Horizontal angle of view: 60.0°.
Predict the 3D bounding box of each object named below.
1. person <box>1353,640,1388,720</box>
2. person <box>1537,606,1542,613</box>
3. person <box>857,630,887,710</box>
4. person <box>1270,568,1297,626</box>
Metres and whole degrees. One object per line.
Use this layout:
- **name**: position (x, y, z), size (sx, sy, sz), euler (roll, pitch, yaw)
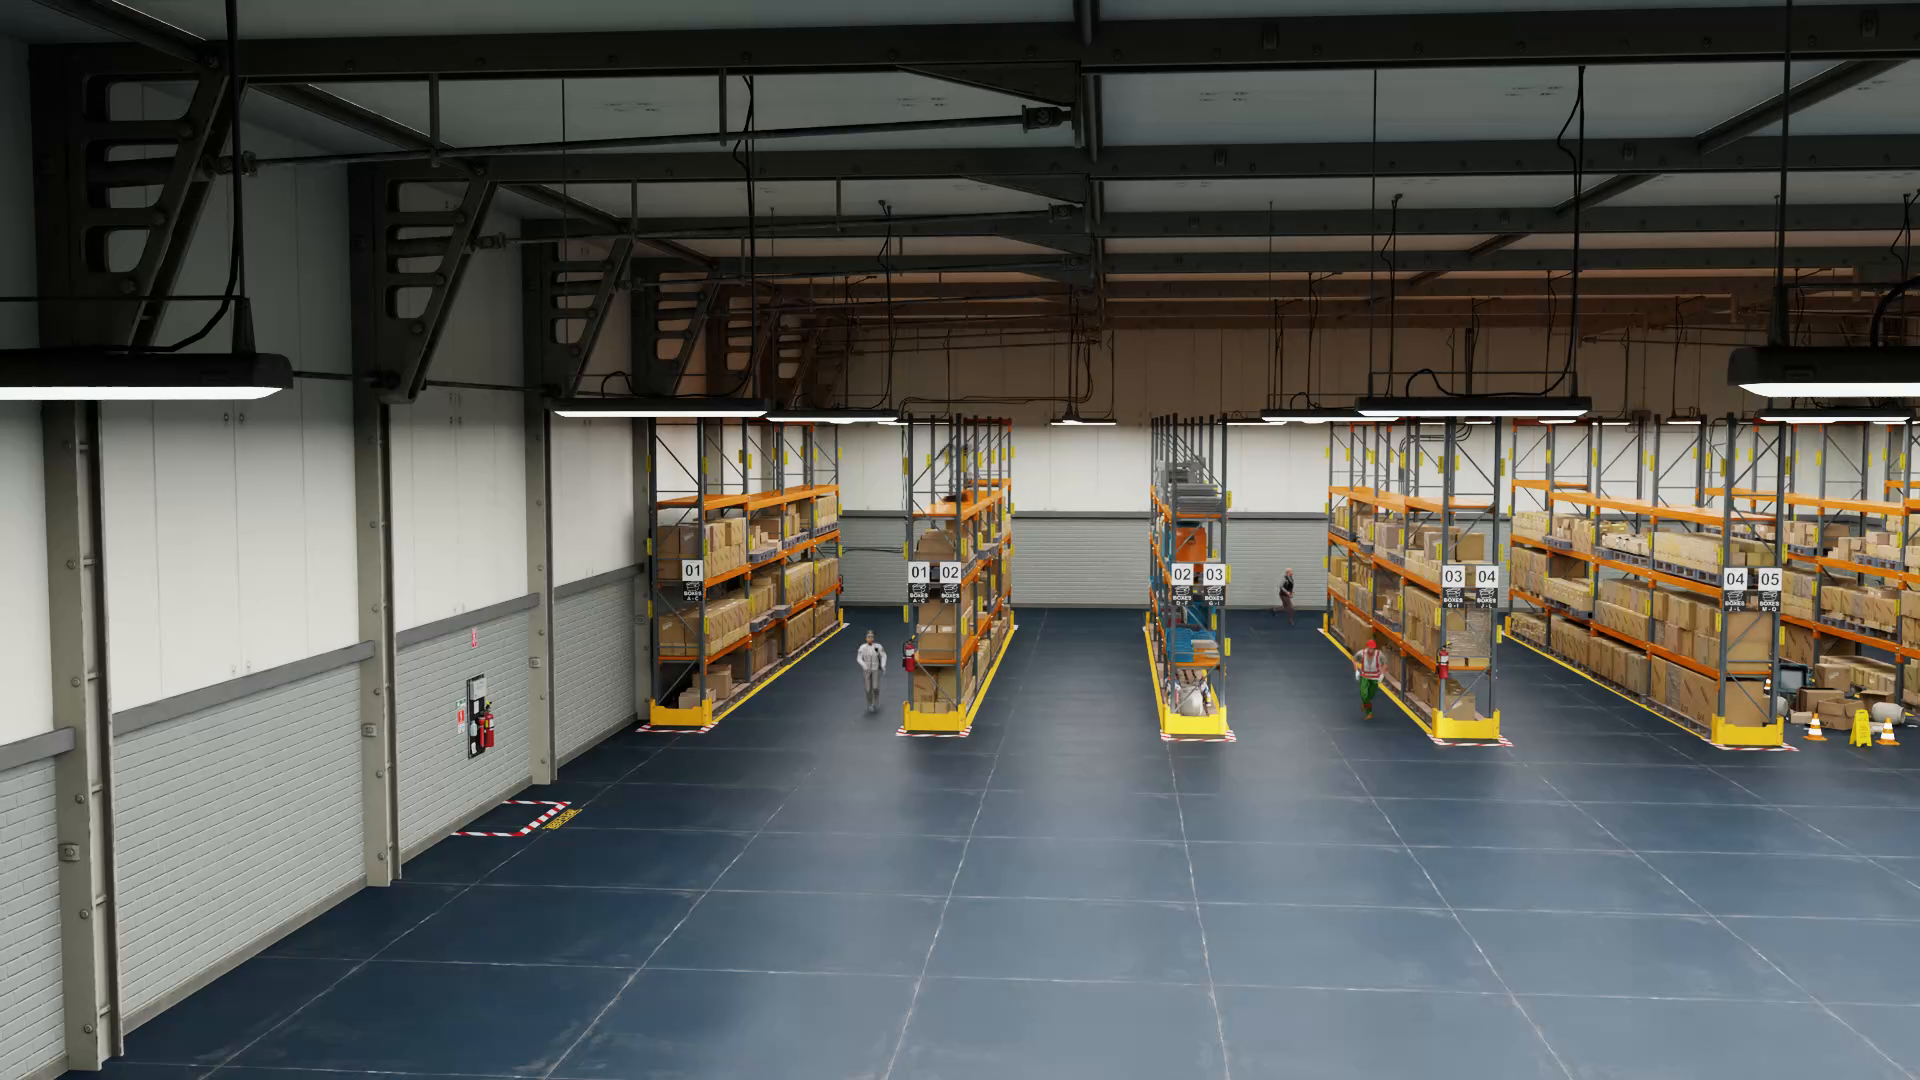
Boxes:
- **person**: position (8.093, 2.727, 32.834), size (0.663, 1.618, 1.091), euler (1, 4, 11)
- **person**: position (16.624, 1.708, 47.094), size (0.542, 1.715, 0.746), euler (4, 5, 43)
- **person**: position (-1.782, 2.638, 33.563), size (0.592, 1.646, 0.633), euler (0, 4, -1)
- **person**: position (9.413, 1.652, 48.417), size (0.811, 1.702, 0.674), euler (2, 4, 26)
